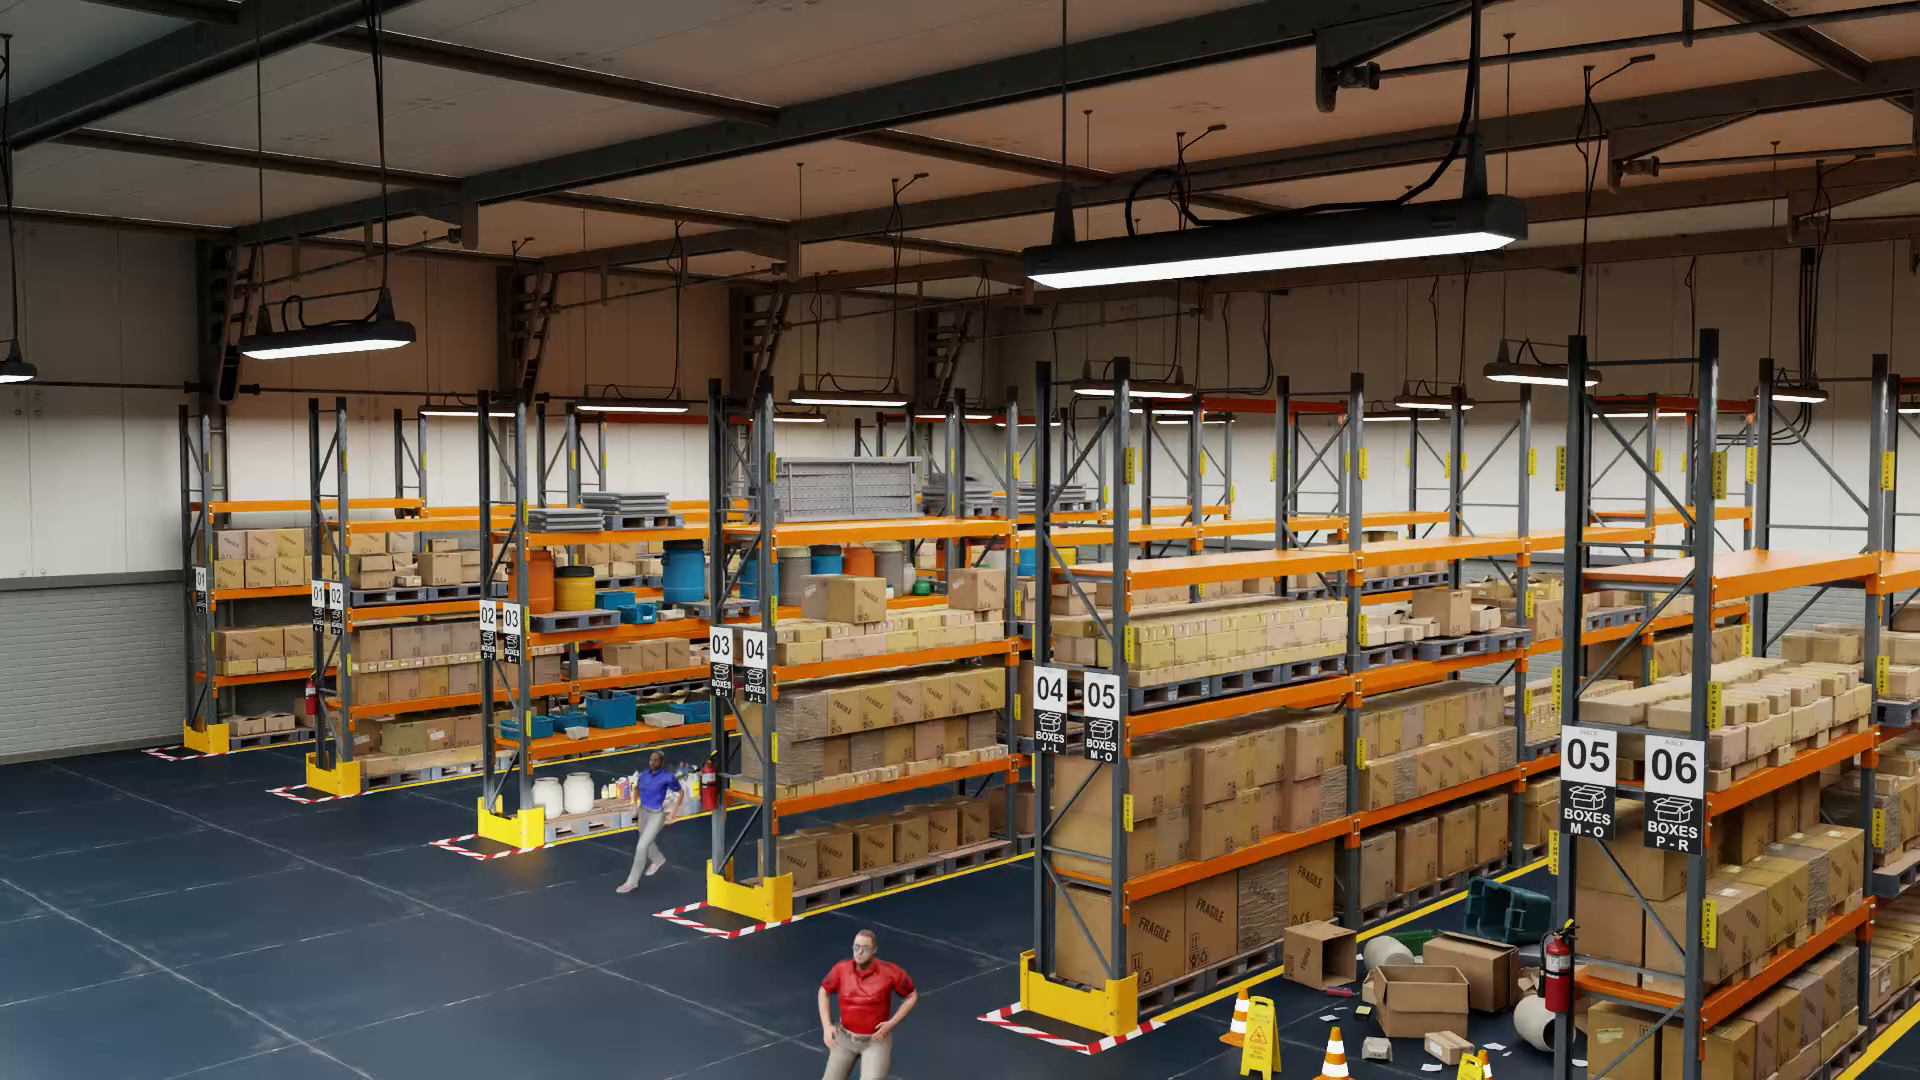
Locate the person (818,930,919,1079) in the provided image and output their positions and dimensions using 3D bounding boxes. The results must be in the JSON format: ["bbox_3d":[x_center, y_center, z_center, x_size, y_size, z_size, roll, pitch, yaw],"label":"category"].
[{"bbox_3d":[-0.753,3.700,12.204,0.897,1.737,0.735,1,3,11],"label":"person"}]

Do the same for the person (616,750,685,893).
[{"bbox_3d":[-3.654,3.300,19.723,0.666,1.636,0.920,2,3,31],"label":"person"}]
